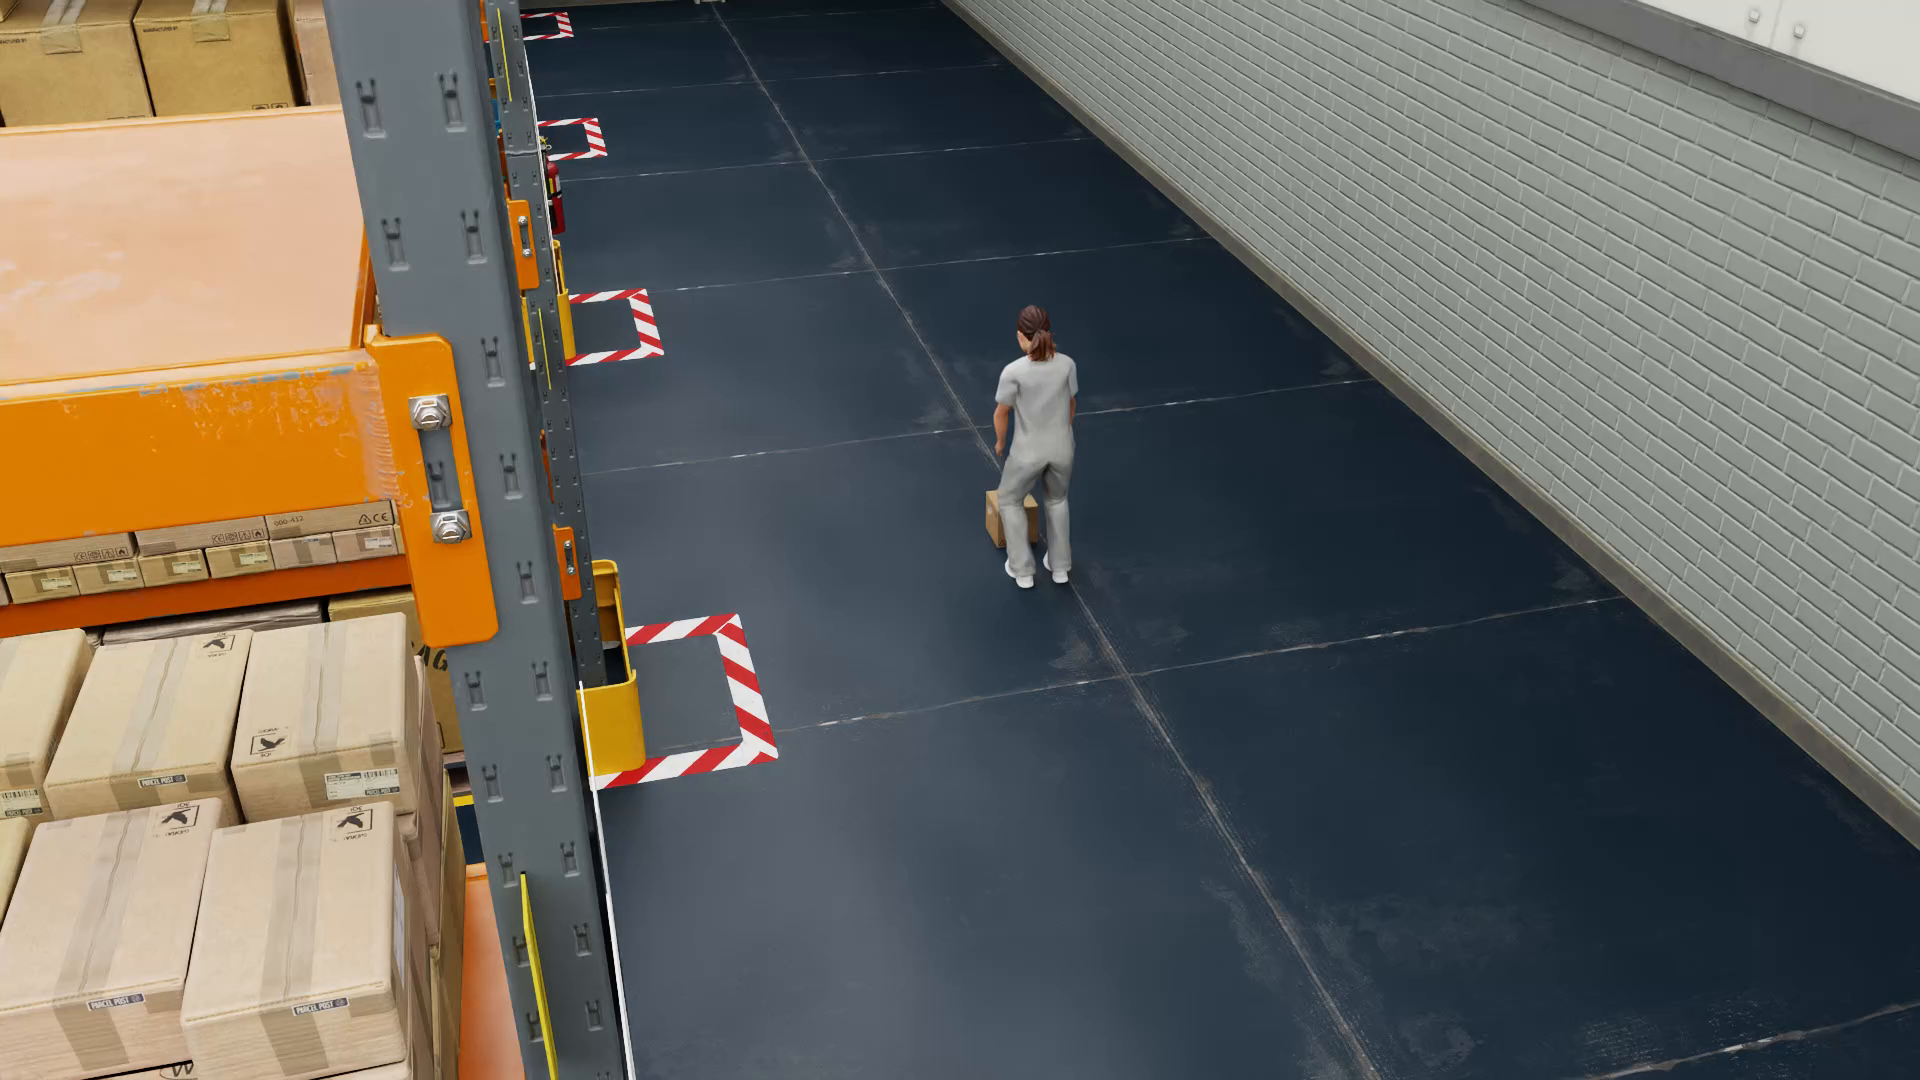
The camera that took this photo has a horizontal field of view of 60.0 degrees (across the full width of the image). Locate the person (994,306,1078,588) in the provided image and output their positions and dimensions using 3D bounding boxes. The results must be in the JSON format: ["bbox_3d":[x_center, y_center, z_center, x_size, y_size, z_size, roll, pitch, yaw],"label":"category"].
[{"bbox_3d":[0.412,-0.496,9.151,0.464,1.616,0.406,-7,31,-12],"label":"person"}]
